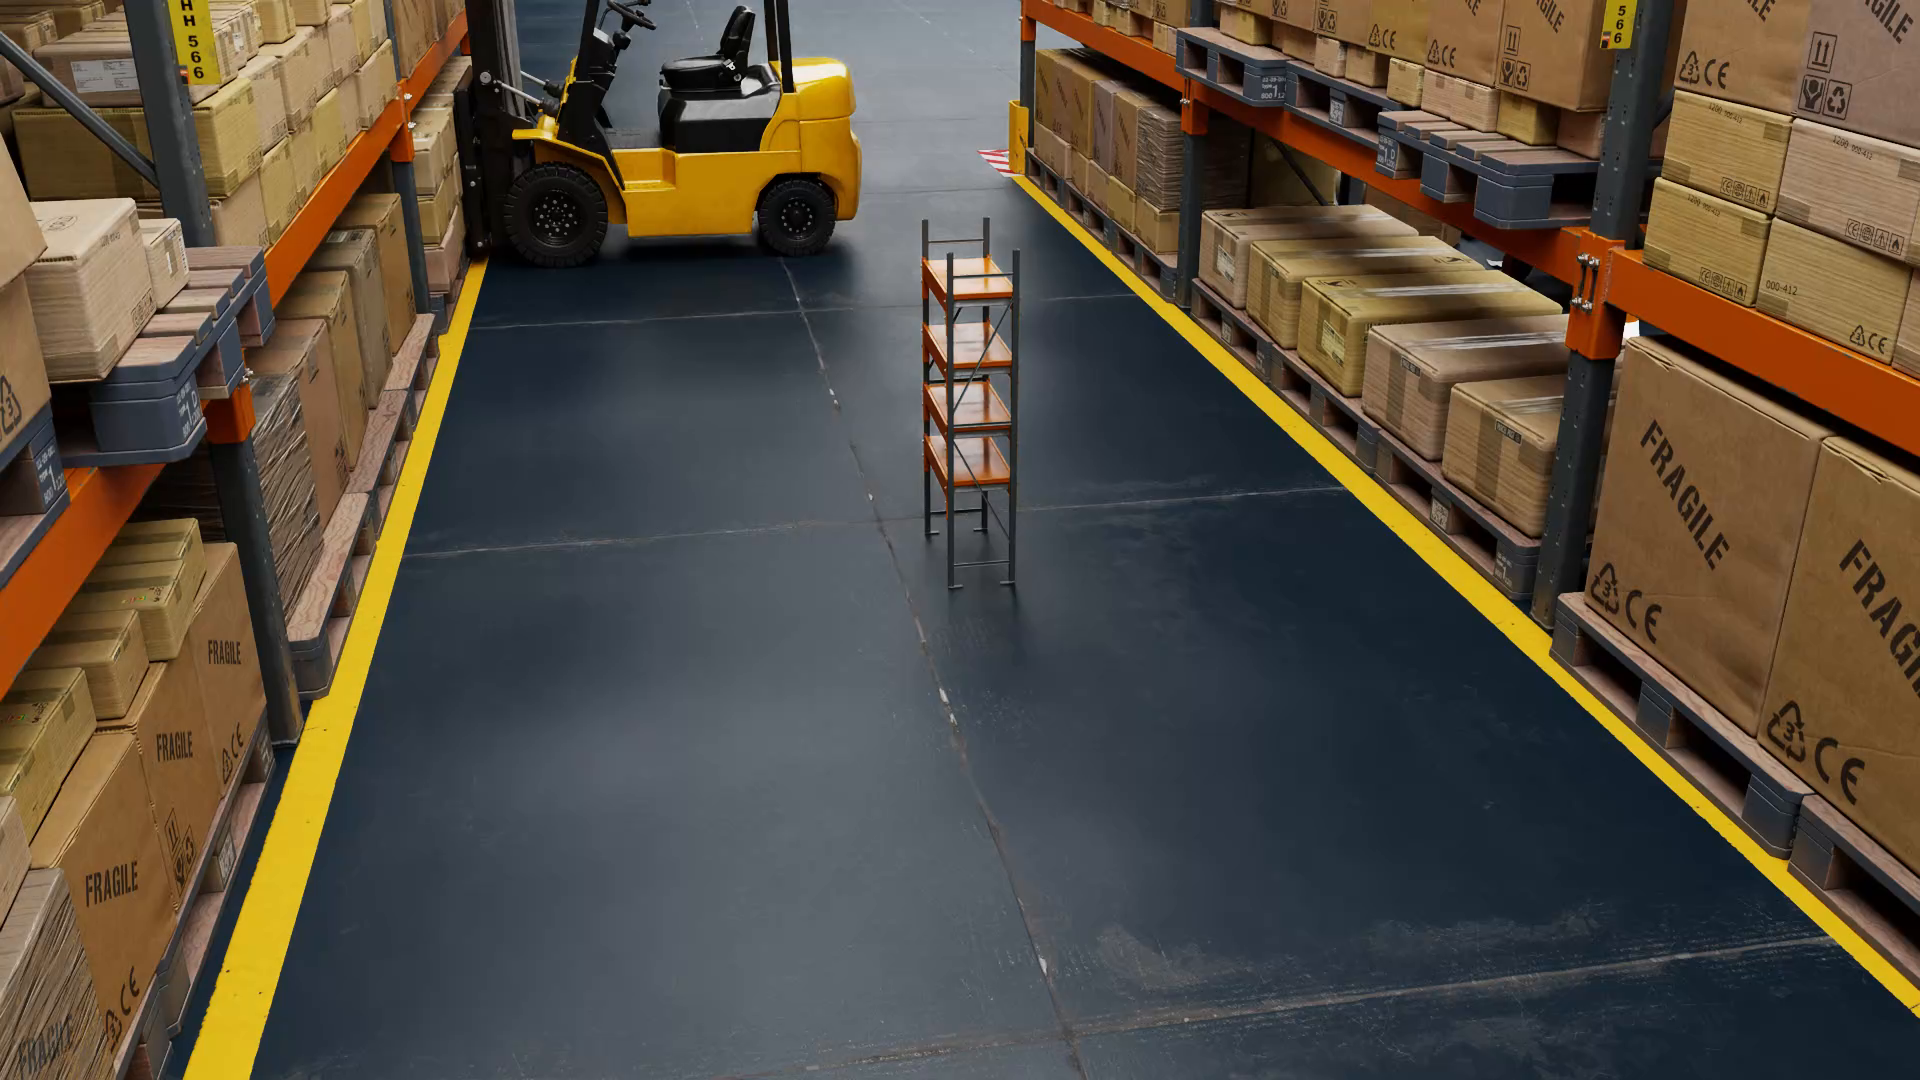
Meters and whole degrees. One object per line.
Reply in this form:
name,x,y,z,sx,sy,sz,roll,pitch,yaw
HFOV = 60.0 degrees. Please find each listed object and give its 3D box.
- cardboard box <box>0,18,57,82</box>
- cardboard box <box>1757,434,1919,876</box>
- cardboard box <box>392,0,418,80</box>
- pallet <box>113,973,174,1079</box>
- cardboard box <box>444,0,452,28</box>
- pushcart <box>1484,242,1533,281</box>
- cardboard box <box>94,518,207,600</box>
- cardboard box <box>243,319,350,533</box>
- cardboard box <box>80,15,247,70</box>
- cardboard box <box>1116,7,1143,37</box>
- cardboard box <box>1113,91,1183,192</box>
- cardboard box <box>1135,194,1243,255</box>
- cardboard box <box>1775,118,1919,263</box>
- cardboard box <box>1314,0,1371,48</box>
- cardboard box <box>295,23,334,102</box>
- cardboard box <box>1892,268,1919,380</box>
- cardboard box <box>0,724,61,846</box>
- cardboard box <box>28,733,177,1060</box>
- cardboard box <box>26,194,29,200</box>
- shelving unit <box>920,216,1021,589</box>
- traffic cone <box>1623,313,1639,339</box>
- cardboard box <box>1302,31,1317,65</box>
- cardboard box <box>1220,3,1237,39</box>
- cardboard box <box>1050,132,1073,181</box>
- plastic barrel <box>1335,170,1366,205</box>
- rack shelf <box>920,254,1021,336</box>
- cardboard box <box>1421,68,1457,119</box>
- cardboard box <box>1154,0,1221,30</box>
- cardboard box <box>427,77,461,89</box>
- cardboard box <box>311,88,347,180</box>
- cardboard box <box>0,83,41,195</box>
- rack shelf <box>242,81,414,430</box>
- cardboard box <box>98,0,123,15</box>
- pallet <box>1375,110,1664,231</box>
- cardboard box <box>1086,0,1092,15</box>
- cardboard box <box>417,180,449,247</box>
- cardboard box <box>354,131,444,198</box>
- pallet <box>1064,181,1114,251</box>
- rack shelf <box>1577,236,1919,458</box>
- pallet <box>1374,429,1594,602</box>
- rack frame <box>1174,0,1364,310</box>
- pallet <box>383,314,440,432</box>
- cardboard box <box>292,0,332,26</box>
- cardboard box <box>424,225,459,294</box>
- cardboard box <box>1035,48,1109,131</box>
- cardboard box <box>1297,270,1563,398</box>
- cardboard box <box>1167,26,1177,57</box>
cardboard box,-2.846,-1.414,4.804,0.380,0.149,0.250,-4,24,-10
cardboard box,2.643,0.285,3.981,0.875,0.875,0.875,-4,24,-9
cardboard box,-3.006,-2.570,8.261,0.500,0.500,0.500,-5,24,-11
pallet,-2.118,1.296,3.018,1.003,0.211,1.213,-4,24,-10
cardboard box,-3.389,-3.369,10.091,0.500,0.500,0.500,-5,24,-11
pushcart,3.928,-1.686,9.638,1.648,0.377,0.936,-13,27,-28
cardboard box,-2.101,0.075,4.120,0.380,0.149,0.250,-5,24,-12
cardboard box,-2.672,-0.364,5.777,0.875,0.625,0.625,-4,24,-8
cardboard box,-2.334,-1.451,4.889,0.380,0.149,0.250,-4,24,-8
cardboard box,1.147,-3.087,9.885,0.380,0.149,0.250,-5,24,-11
cardboard box,1.228,-2.388,9.943,0.500,0.500,0.500,-4,24,-9
cardboard box,1.323,-1.844,9.635,0.500,0.250,0.500,-3,24,-7
cardboard box,2.382,-0.865,4.046,0.500,0.250,0.500,-4,24,-8
cardboard box,1.778,-2.274,6.688,0.500,0.500,0.500,-5,24,-12
cardboard box,-2.573,-1.713,5.987,0.500,0.250,0.500,-4,24,-9
cardboard box,2.483,-0.438,3.693,0.500,0.250,0.500,-4,24,-8
cardboard box,-1.964,0.492,3.164,0.380,0.149,0.250,-5,24,-11
cardboard box,-1.970,0.750,3.383,0.500,0.500,0.500,-3,24,-7
cardboard box,-2.776,-0.846,4.626,0.500,0.250,0.500,-5,24,-11
shelving unit,0.031,-0.485,5.861,0.258,1.200,0.503,-4,24,-10
traffic cone,3.302,-1.152,8.310,0.336,0.463,0.334,-4,24,-10
cardboard box,1.704,-2.129,7.166,0.380,0.149,0.250,-4,24,-9
cardboard box,1.488,-2.535,8.097,0.380,0.149,0.250,-4,24,-9
cardboard box,0.921,-2.666,11.516,0.500,0.250,0.500,-3,24,-8
plastic barrel,2.827,-2.391,11.196,0.512,0.421,0.421,13,27,27
rack shelf,0.031,-0.845,5.703,0.258,0.148,0.480,-4,24,-10
cardboard box,1.894,-1.610,5.978,0.380,0.149,0.250,-5,24,-12
cardboard box,1.370,-3.037,8.960,0.500,0.500,0.500,-5,24,-11
cardboard box,-3.325,-2.738,10.433,0.500,0.250,0.500,-4,24,-9
cardboard box,-2.567,-1.485,6.090,0.500,0.250,0.500,-4,24,-8
cardboard box,-2.797,-1.073,4.522,0.500,0.250,0.500,-4,24,-9
rack shelf,-2.811,-1.214,6.180,1.077,0.370,4.000,-4,24,-10
cardboard box,-3.003,-1.815,5.723,0.380,0.149,0.250,-4,24,-8
pallet,2.200,-1.310,5.742,1.213,0.211,1.003,-4,24,-10
cardboard box,1.037,-3.498,10.824,0.380,0.149,0.250,-3,24,-8
cardboard box,-2.967,-1.705,8.692,0.500,0.250,0.500,-4,24,-10
cardboard box,-2.962,-1.934,8.592,0.500,0.250,0.500,-5,24,-11
pallet,1.309,-2.163,10.940,1.003,0.211,1.213,-4,24,-10
rack shelf,2.806,-0.009,3.422,1.077,0.370,4.000,-4,24,-10
pallet,2.293,-0.155,6.342,1.003,0.211,1.213,-4,24,-10
rack frame,1.697,-2.699,8.682,1.000,3.000,0.127,-4,24,-10
pallet,-3.006,-0.765,7.739,1.003,0.211,1.213,-4,24,-10
cardboard box,-2.509,-1.956,6.046,0.380,0.149,0.250,-5,24,-11
cardboard box,-2.945,-1.477,8.795,0.500,0.250,0.500,-4,24,-9
cardboard box,0.839,-3.201,11.806,0.500,0.500,0.500,-5,24,-12
cardboard box,2.063,-0.925,7.379,0.950,0.372,0.625,-4,24,-8
cardboard box,1.338,-2.688,8.970,0.380,0.149,0.250,-5,24,-10
